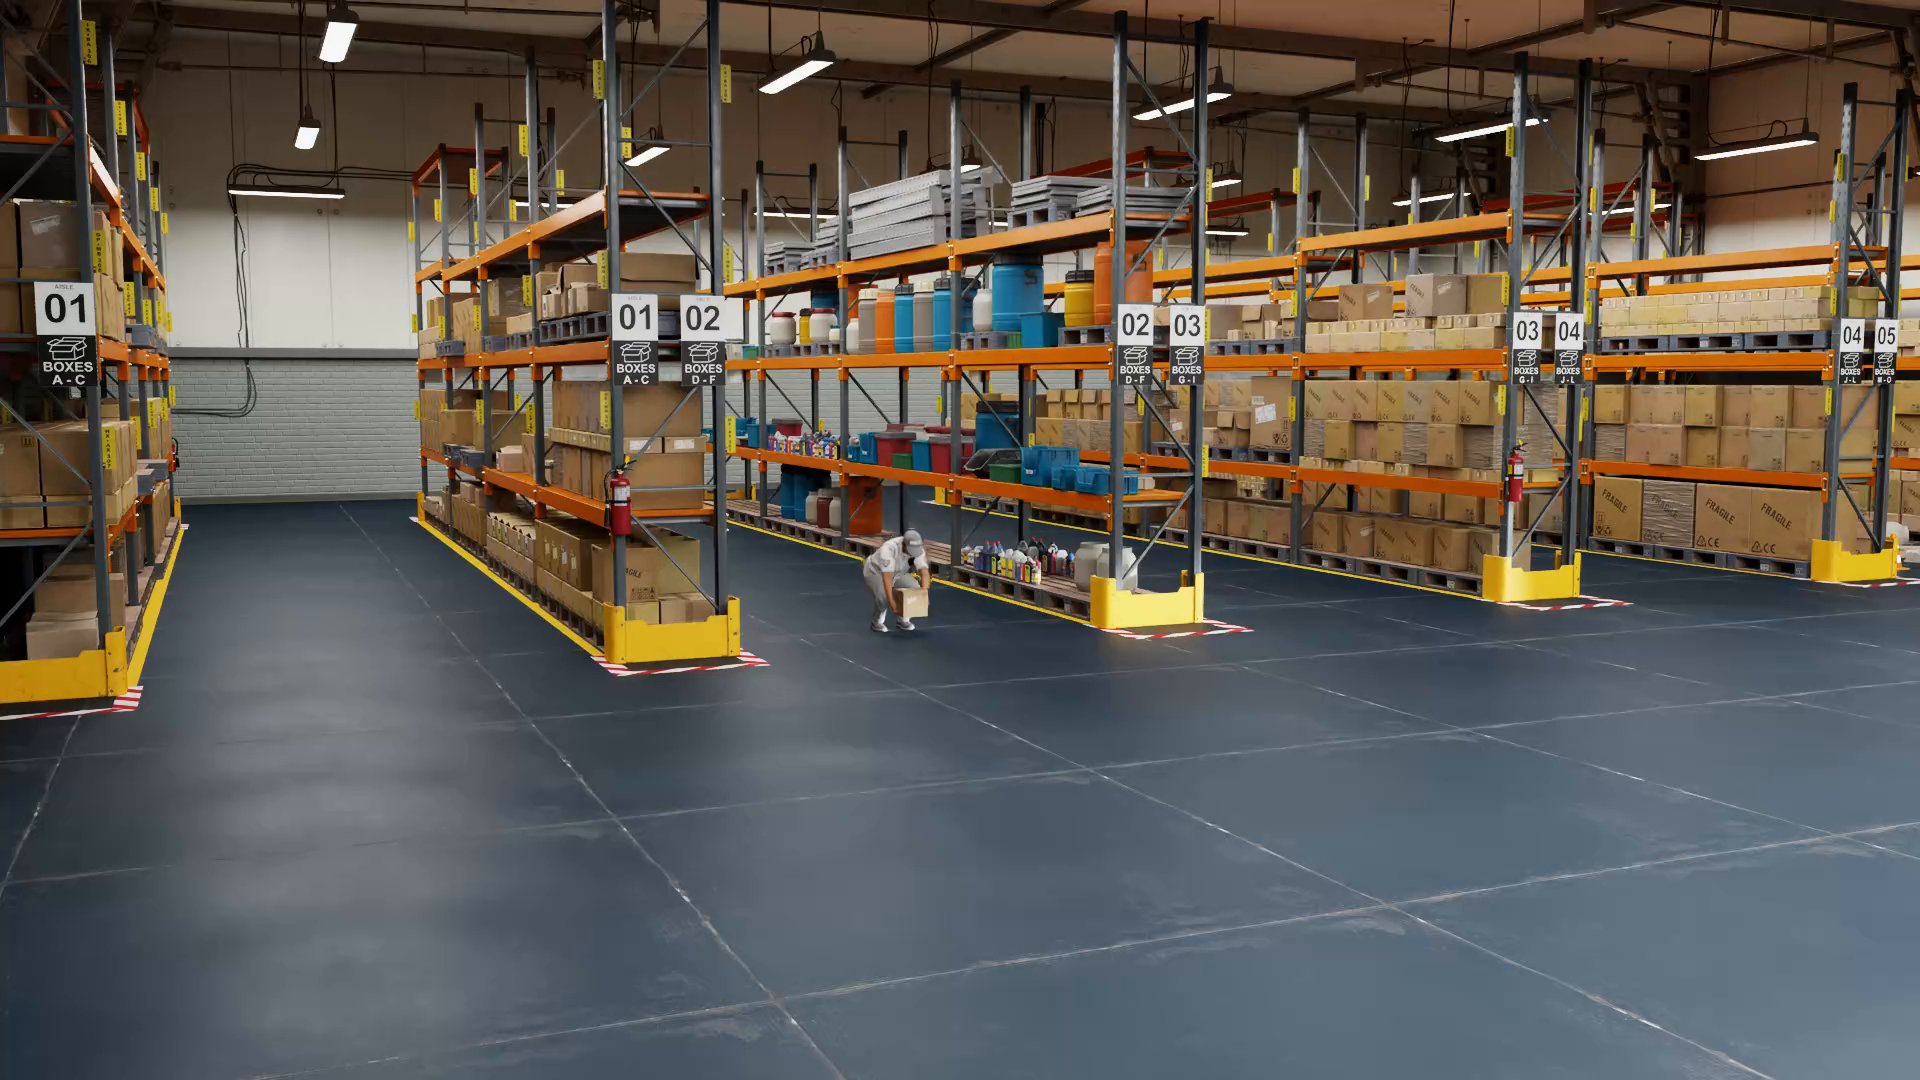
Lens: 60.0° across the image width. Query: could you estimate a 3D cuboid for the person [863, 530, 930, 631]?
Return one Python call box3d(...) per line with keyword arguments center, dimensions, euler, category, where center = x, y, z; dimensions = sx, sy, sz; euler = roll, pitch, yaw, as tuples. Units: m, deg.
box3d(center=(-0.619, 0.388, 16.367), dimensions=(0.527, 1.021, 0.836), euler=(-2, 6, -24), category="person")
